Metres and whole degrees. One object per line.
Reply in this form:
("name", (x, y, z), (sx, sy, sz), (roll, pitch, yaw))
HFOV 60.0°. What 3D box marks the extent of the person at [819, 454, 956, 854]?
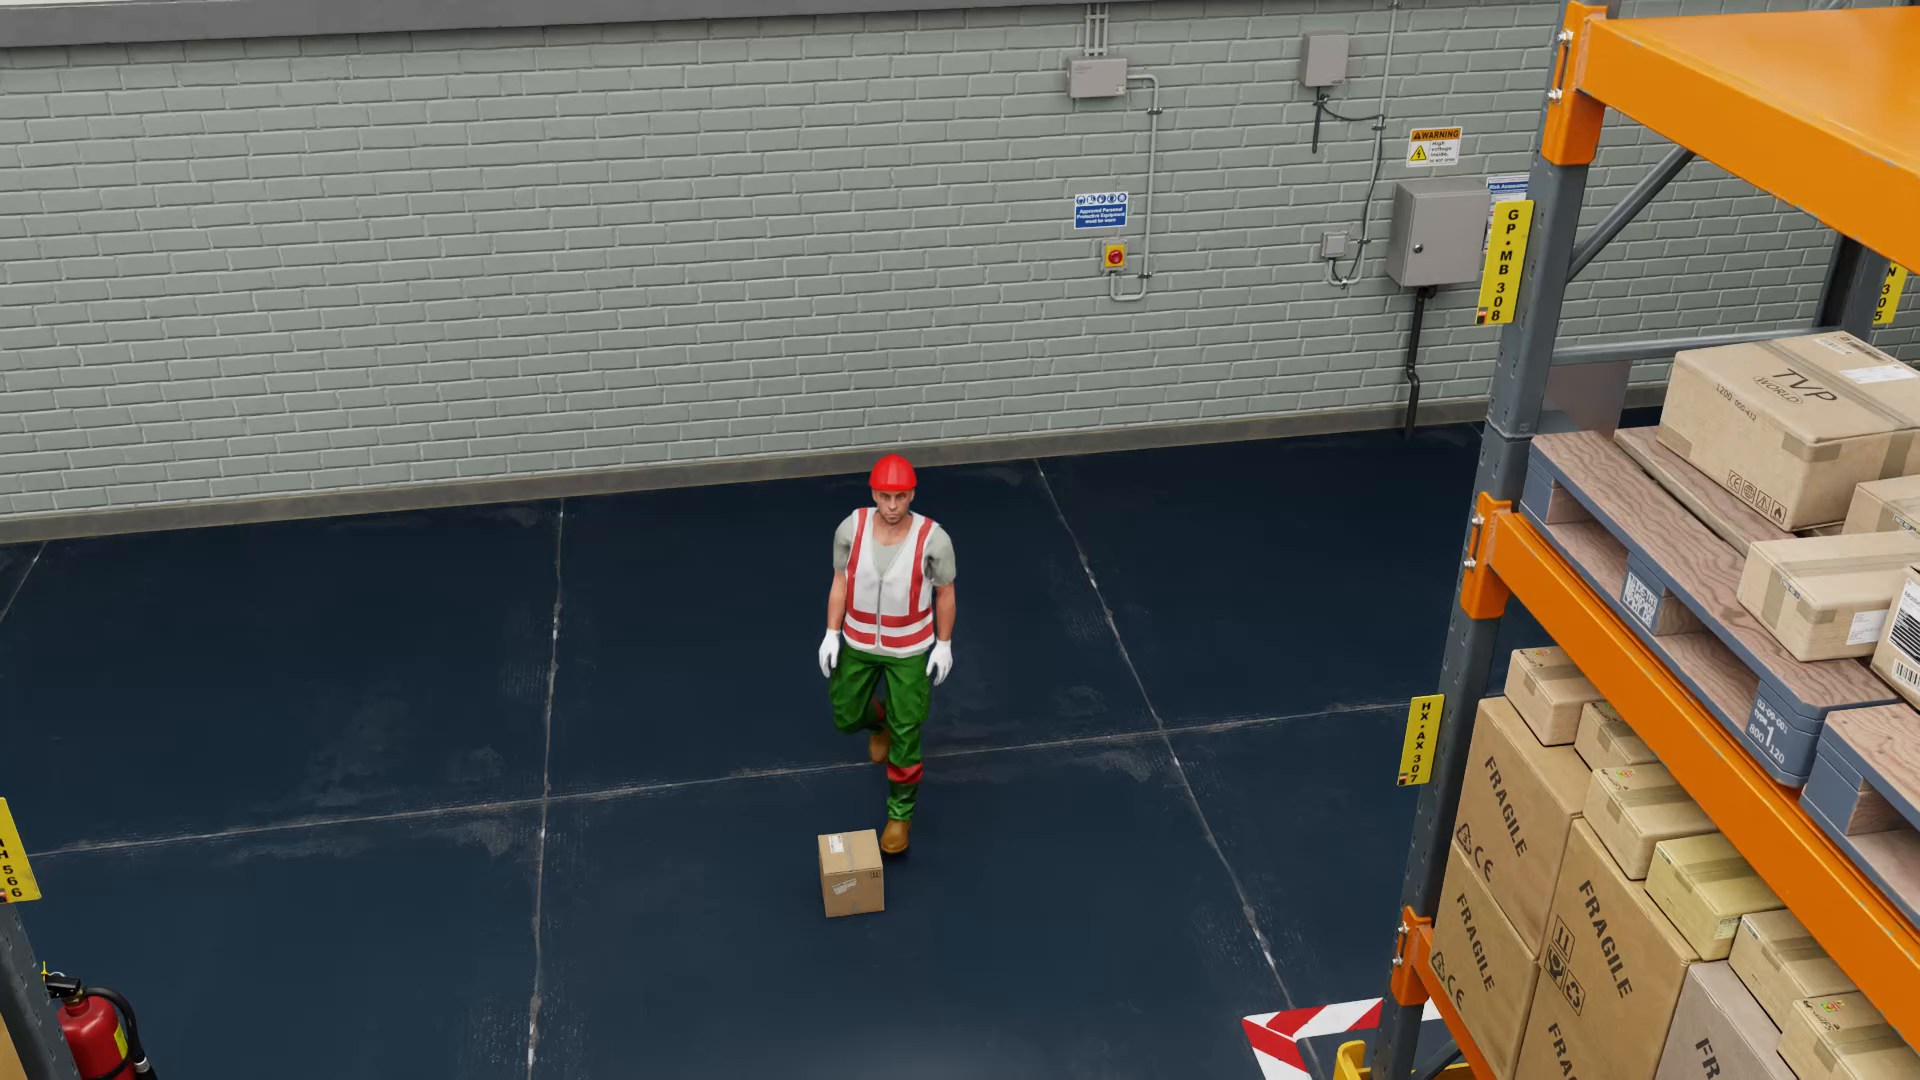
("person", (-0.327, 0.466, 7.304), (0.579, 1.780, 0.782), (7, 31, 12))
